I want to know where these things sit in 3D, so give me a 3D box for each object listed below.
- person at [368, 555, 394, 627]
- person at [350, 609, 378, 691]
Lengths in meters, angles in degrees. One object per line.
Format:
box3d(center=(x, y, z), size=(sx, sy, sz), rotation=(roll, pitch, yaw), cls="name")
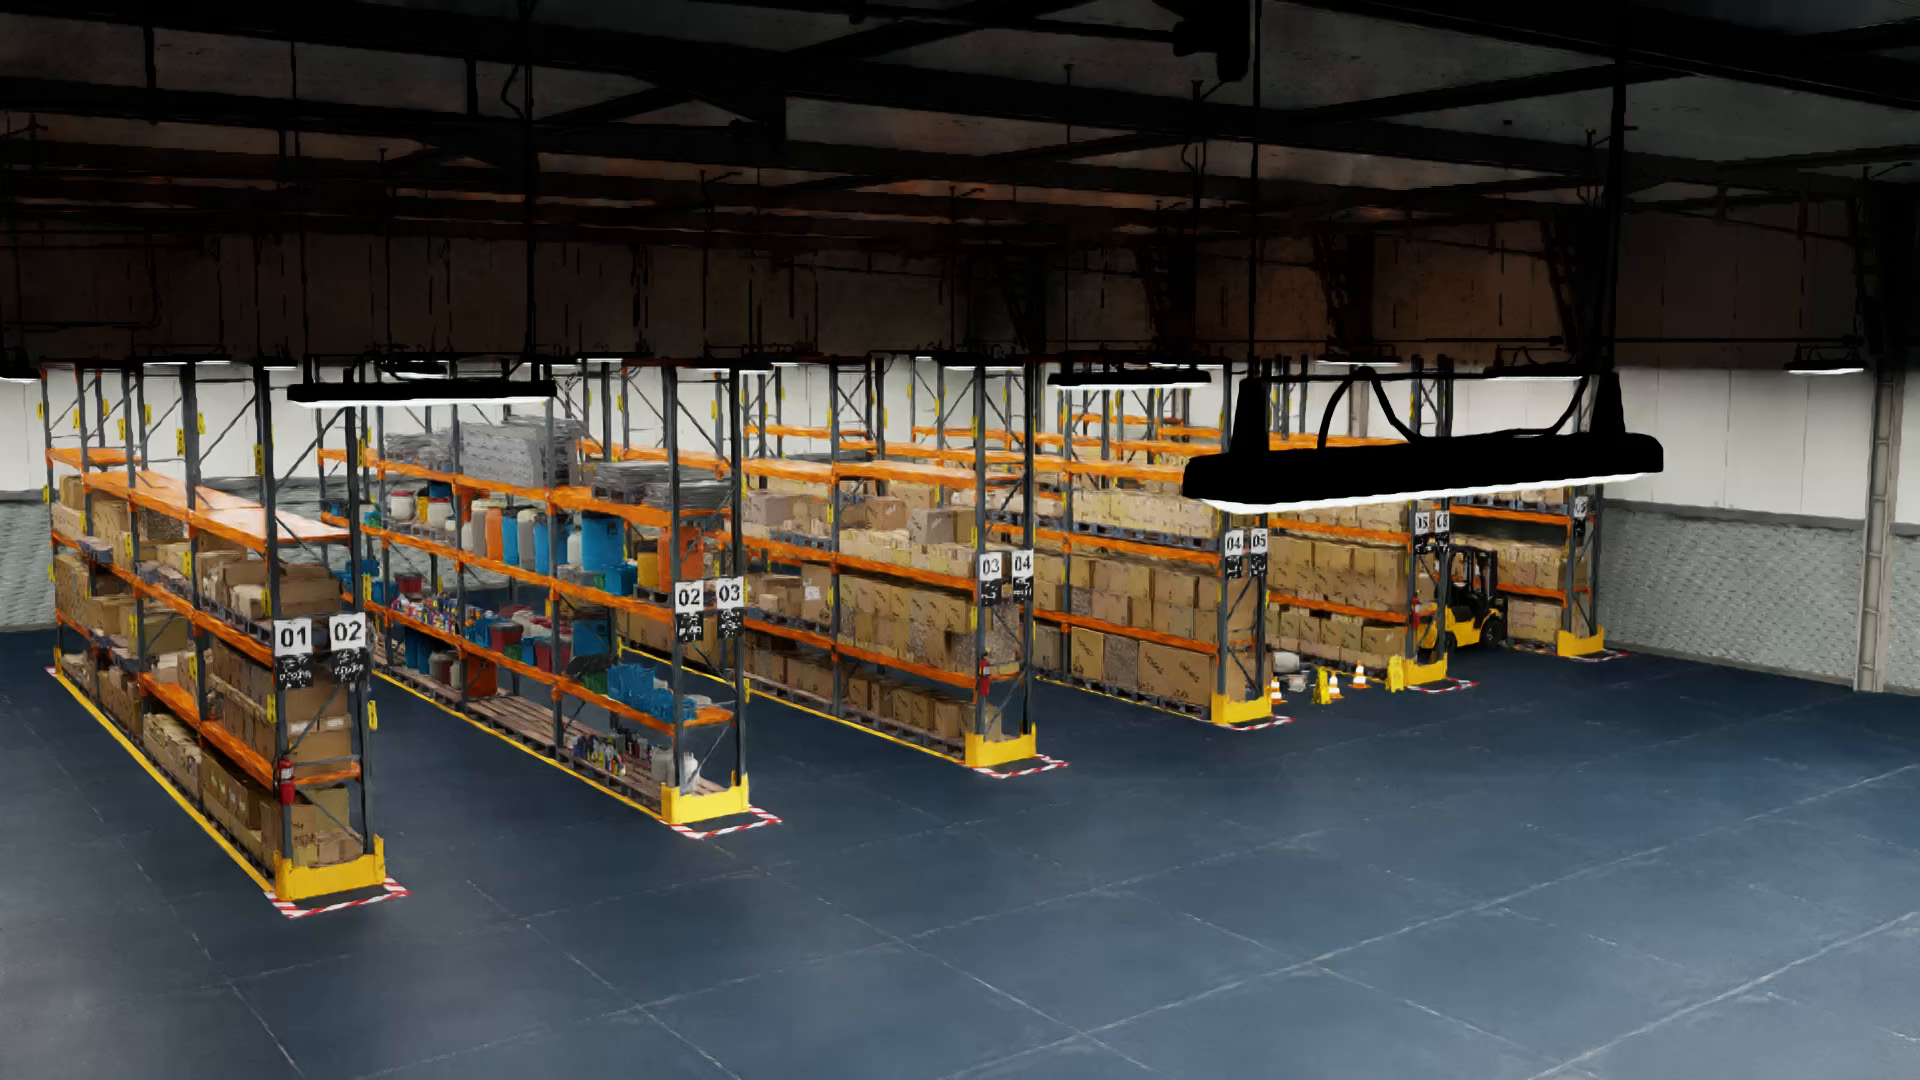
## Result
box3d(center=(-12.779, 1.140, 36.460), size=(0.482, 1.656, 0.701), rotation=(3, 8, 27), cls="person")
box3d(center=(-10.783, 1.980, 29.979), size=(0.566, 1.541, 0.519), rotation=(-5, 9, -38), cls="person")
